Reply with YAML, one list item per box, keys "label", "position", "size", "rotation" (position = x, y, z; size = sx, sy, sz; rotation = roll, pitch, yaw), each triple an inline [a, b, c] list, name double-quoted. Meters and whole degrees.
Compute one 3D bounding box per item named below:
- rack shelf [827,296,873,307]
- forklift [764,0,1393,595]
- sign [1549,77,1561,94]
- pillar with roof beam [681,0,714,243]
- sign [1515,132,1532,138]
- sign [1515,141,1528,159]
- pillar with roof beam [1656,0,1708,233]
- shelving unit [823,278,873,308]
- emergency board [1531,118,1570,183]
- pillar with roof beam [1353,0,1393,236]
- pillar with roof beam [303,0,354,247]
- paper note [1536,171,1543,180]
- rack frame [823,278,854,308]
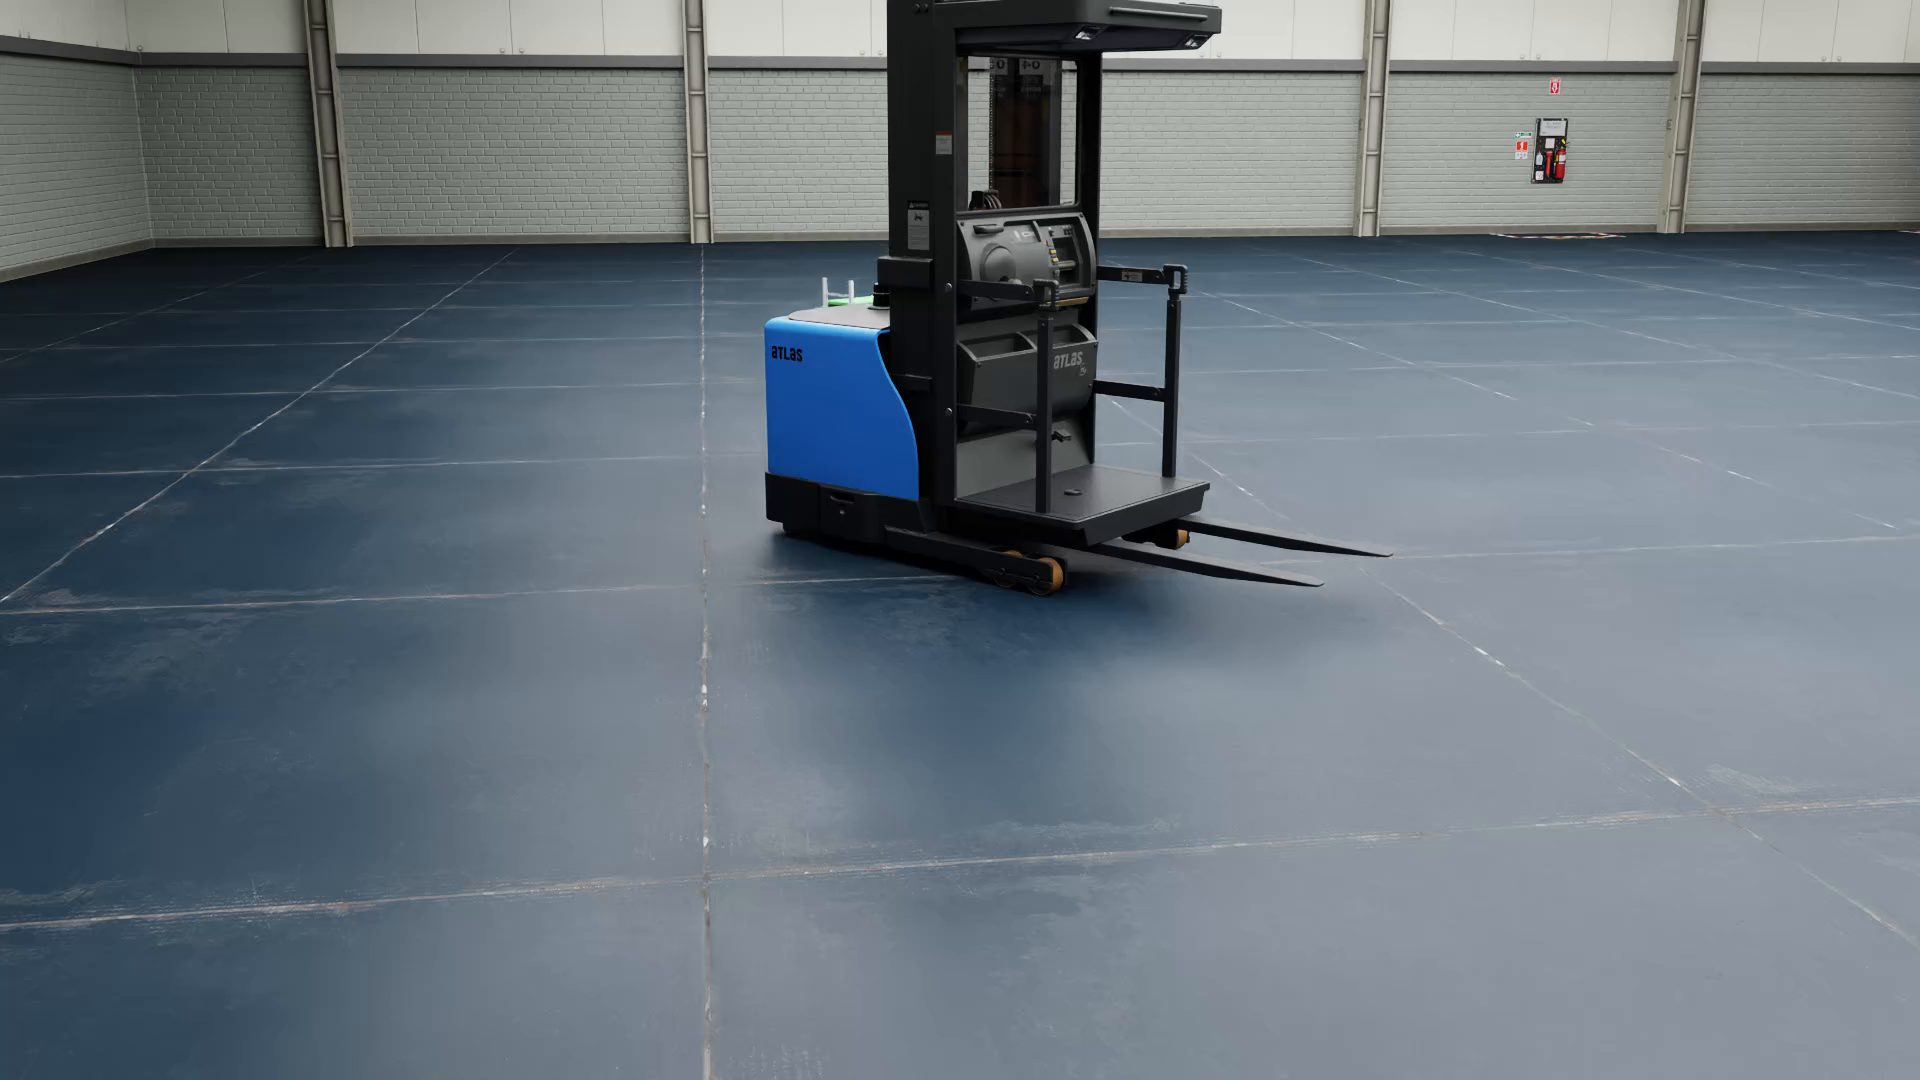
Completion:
- label: "rack shelf"
  position: [-0.467, -1.237, 8.978]
  size: [0.480, 0.148, 0.258]
  rotation: [-13, 19, -42]
- label: "forklift"
  position: [0.476, -1.324, 7.476]
  size: [3.031, 2.935, 1.130]
  rotation: [12, 18, 39]
- label: "sign"
  position: [10.883, -8.308, 30.417]
  size: [0.199, 0.298, 0.001]
  rotation: [-2, 14, -8]
- label: "pillar with roof beam"
  position: [-3.803, -8.462, 23.465]
  size: [0.400, 9.000, 9.100]
  rotation: [-2, 14, -8]
- label: "sign"
  position: [10.350, -7.437, 30.547]
  size: [0.331, 0.109, 0.001]
  rotation: [-2, 14, -8]
- label: "sign"
  position: [10.344, -7.182, 30.619]
  size: [0.234, 0.329, 0.001]
  rotation: [-2, 14, -8]
- label: "pillar with roof beam"
  position: [13.997, -9.114, 26.066]
  size: [0.400, 9.000, 9.100]
  rotation: [-2, 14, -8]
- label: "shelving unit"
  position: [-0.467, -0.834, 9.080]
  size: [0.503, 1.200, 0.258]
  rotation: [-13, 19, -42]
- label: "emergency board"
  position: [10.906, -7.160, 30.604]
  size: [0.643, 1.169, 0.194]
  rotation: [-2, 14, -8]
- label: "pillar with roof beam"
  position: [8.063, -8.897, 25.199]
  size: [0.400, 9.000, 9.100]
  rotation: [-2, 14, -8]
- label: "pillar with roof beam"
  position: [-9.736, -8.245, 22.598]
  size: [0.400, 9.000, 9.100]
  rotation: [-2, 14, -8]
- label: "paper note"
  position: [10.721, -6.743, 30.752]
  size: [0.142, 0.148, 0.016]
  rotation: [-2, 14, -8]
- label: "rack frame"
  position: [-0.645, -0.793, 8.918]
  size: [0.015, 1.200, 0.240]
  rotation: [-13, 19, -42]
